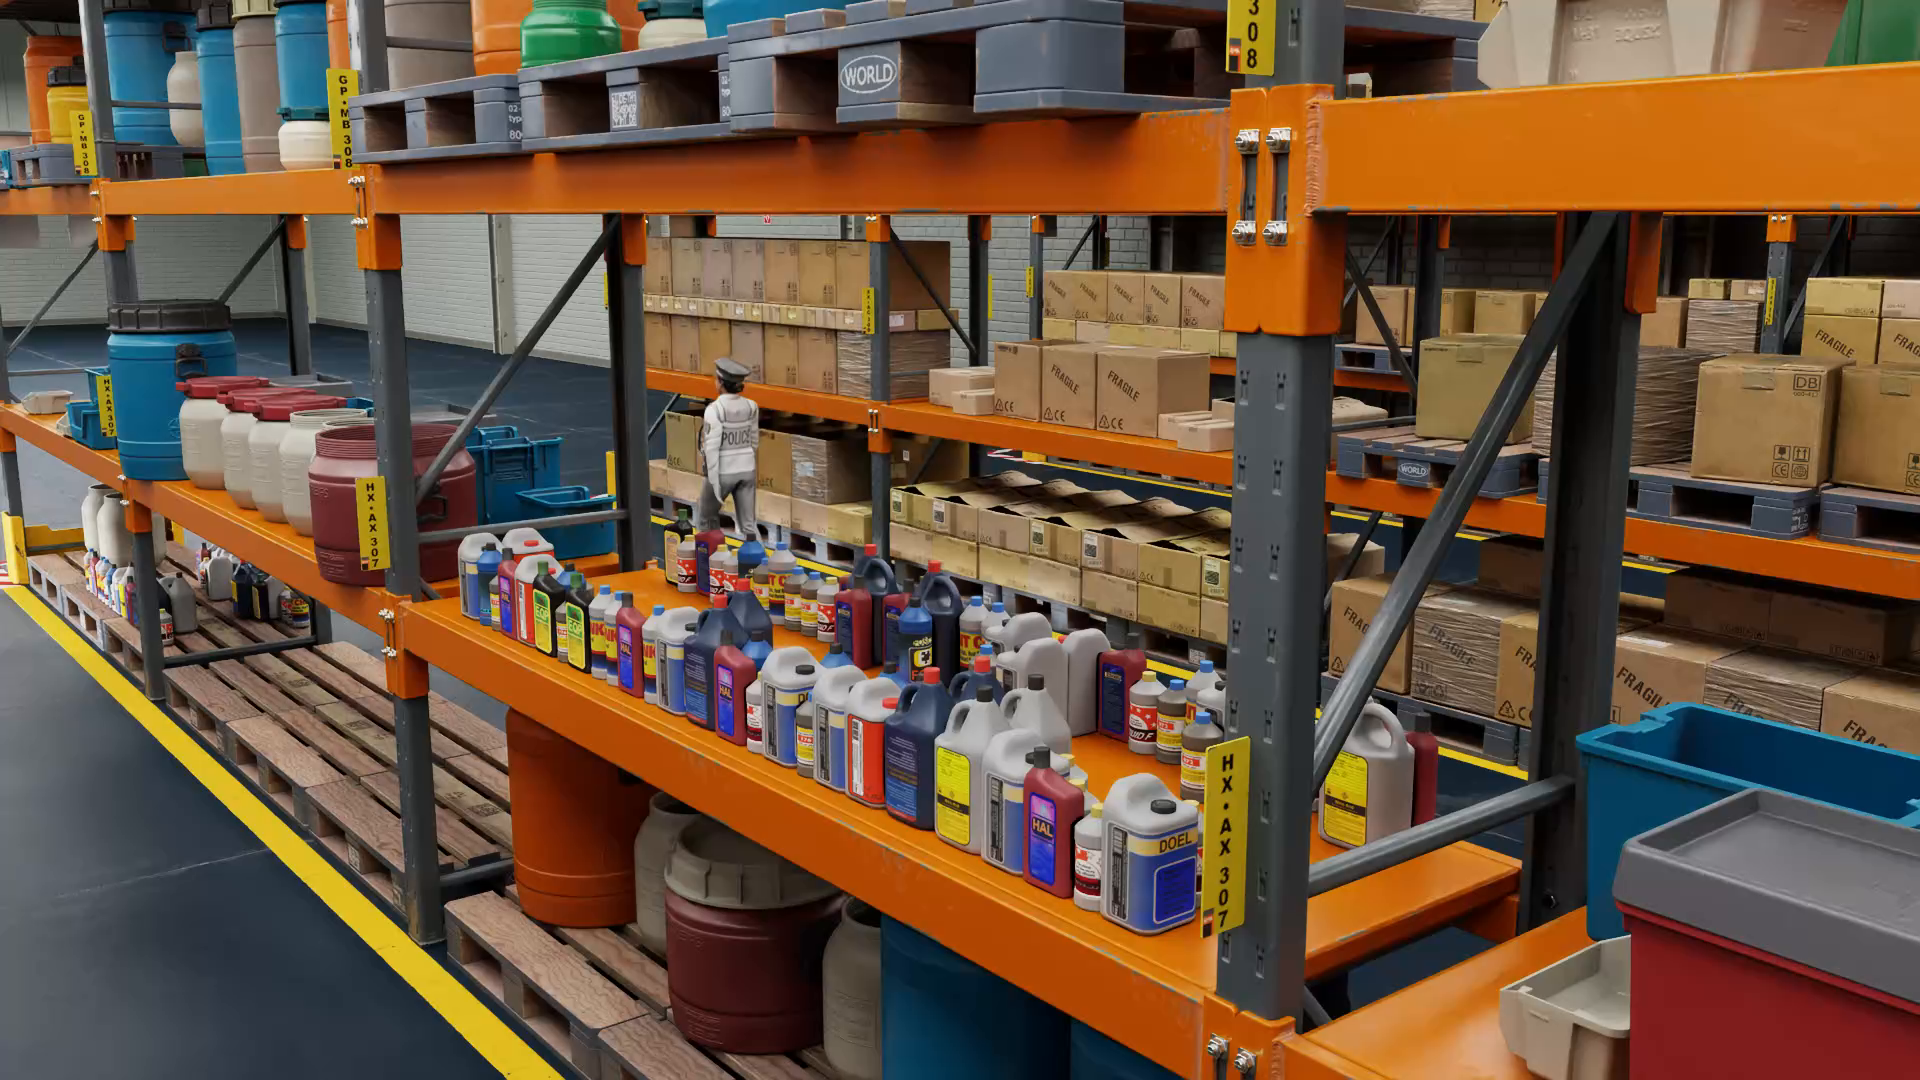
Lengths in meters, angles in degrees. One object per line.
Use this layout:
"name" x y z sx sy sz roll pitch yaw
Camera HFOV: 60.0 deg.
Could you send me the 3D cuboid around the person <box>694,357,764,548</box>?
"person" -1.668 -0.481 11.776 0.499 1.636 0.953 -8 14 -37
